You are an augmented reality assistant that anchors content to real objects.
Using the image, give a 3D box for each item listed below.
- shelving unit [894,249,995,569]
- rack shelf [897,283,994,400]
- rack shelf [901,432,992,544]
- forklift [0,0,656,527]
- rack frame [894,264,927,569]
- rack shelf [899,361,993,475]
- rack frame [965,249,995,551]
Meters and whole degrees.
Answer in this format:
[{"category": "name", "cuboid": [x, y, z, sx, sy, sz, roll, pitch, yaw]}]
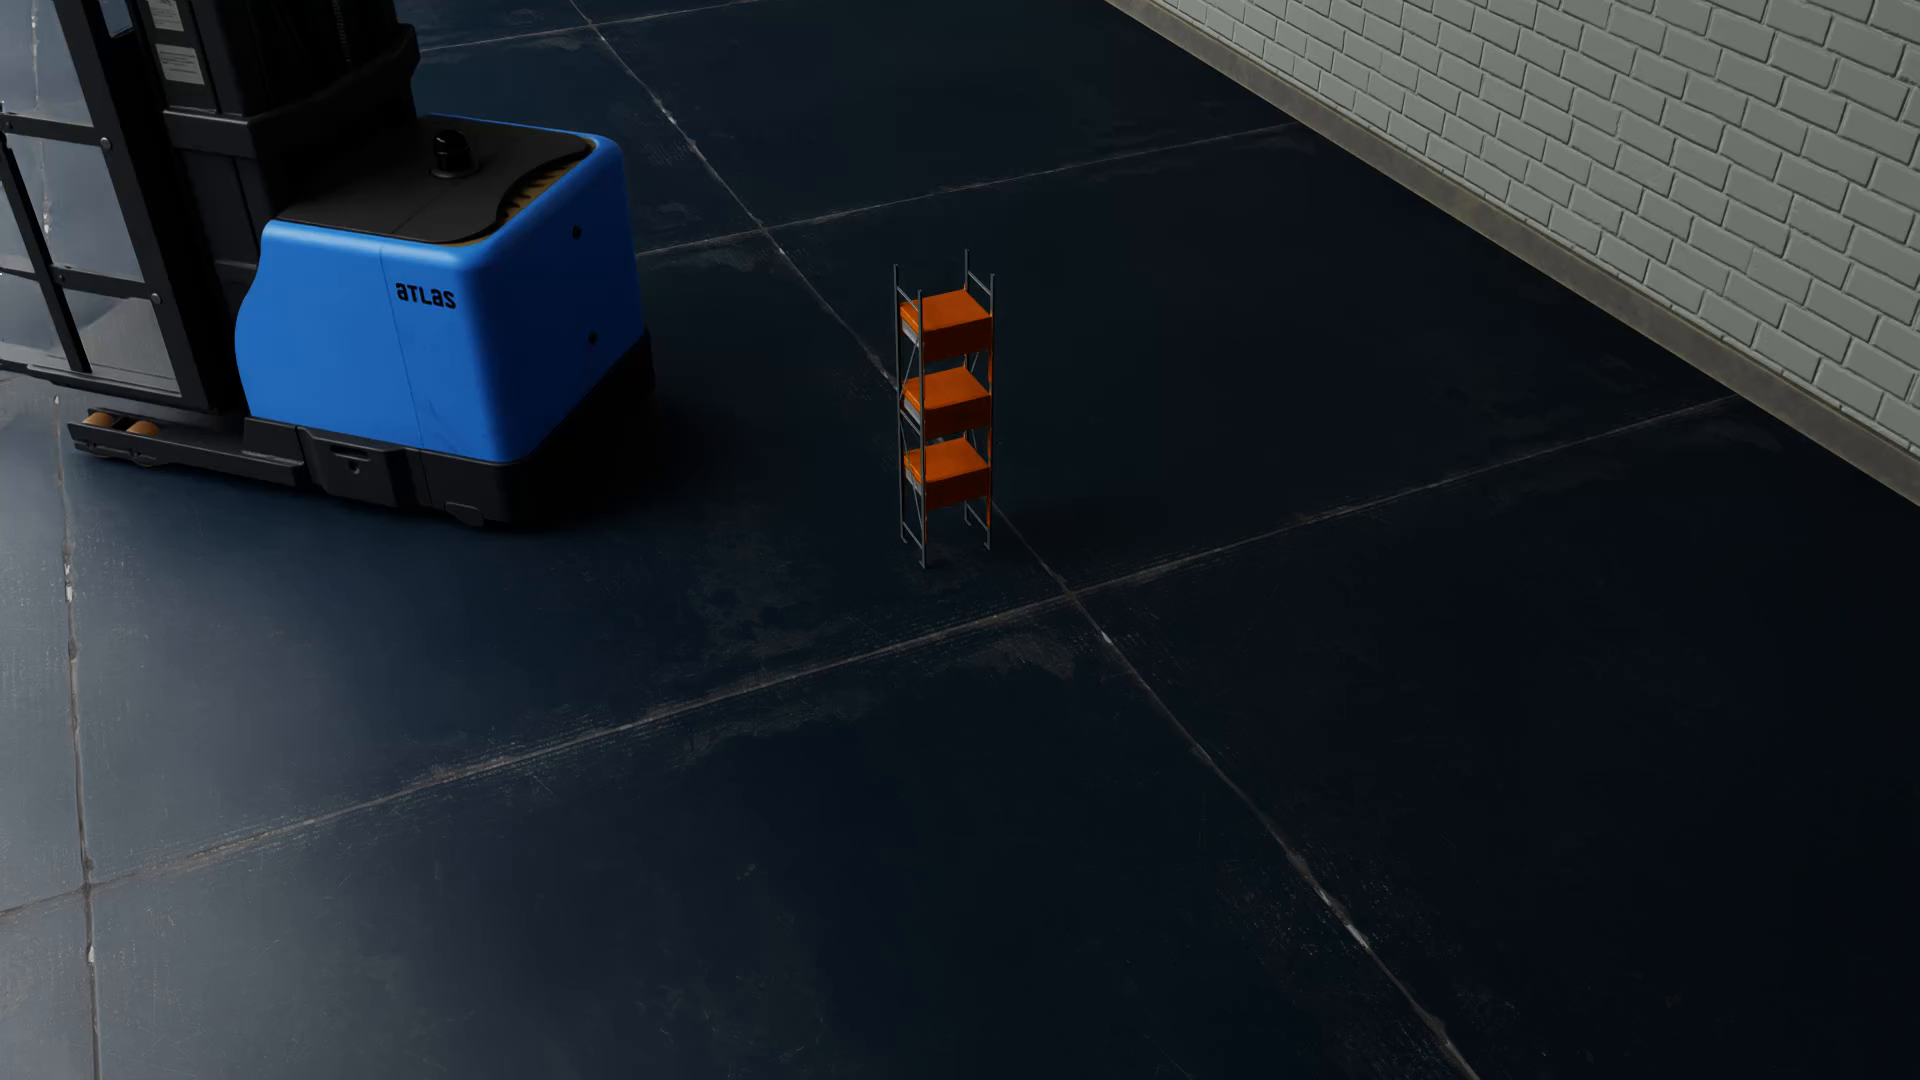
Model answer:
[{"category": "shelving unit", "cuboid": [-0.048, -0.408, 5.419, 0.252, 1.050, 0.215, -16, 39, -20]}, {"category": "rack shelf", "cuboid": [-0.048, -0.628, 5.256, 0.240, 0.259, 0.215, -16, 39, -20]}, {"category": "rack shelf", "cuboid": [-0.048, -0.176, 5.591, 0.240, 0.259, 0.215, -16, 39, -20]}, {"category": "forklift", "cuboid": [-2.752, -1.732, 5.625, 3.031, 2.935, 1.130, 11, 38, 14]}, {"category": "rack frame", "cuboid": [-0.159, -0.377, 5.377, 0.008, 1.050, 0.200, -16, 39, -20]}, {"category": "rack shelf", "cuboid": [-0.048, -0.400, 5.425, 0.240, 0.259, 0.215, -16, 39, -20]}, {"category": "rack frame", "cuboid": [0.062, -0.439, 5.461, 0.008, 1.050, 0.200, -16, 39, -20]}]
